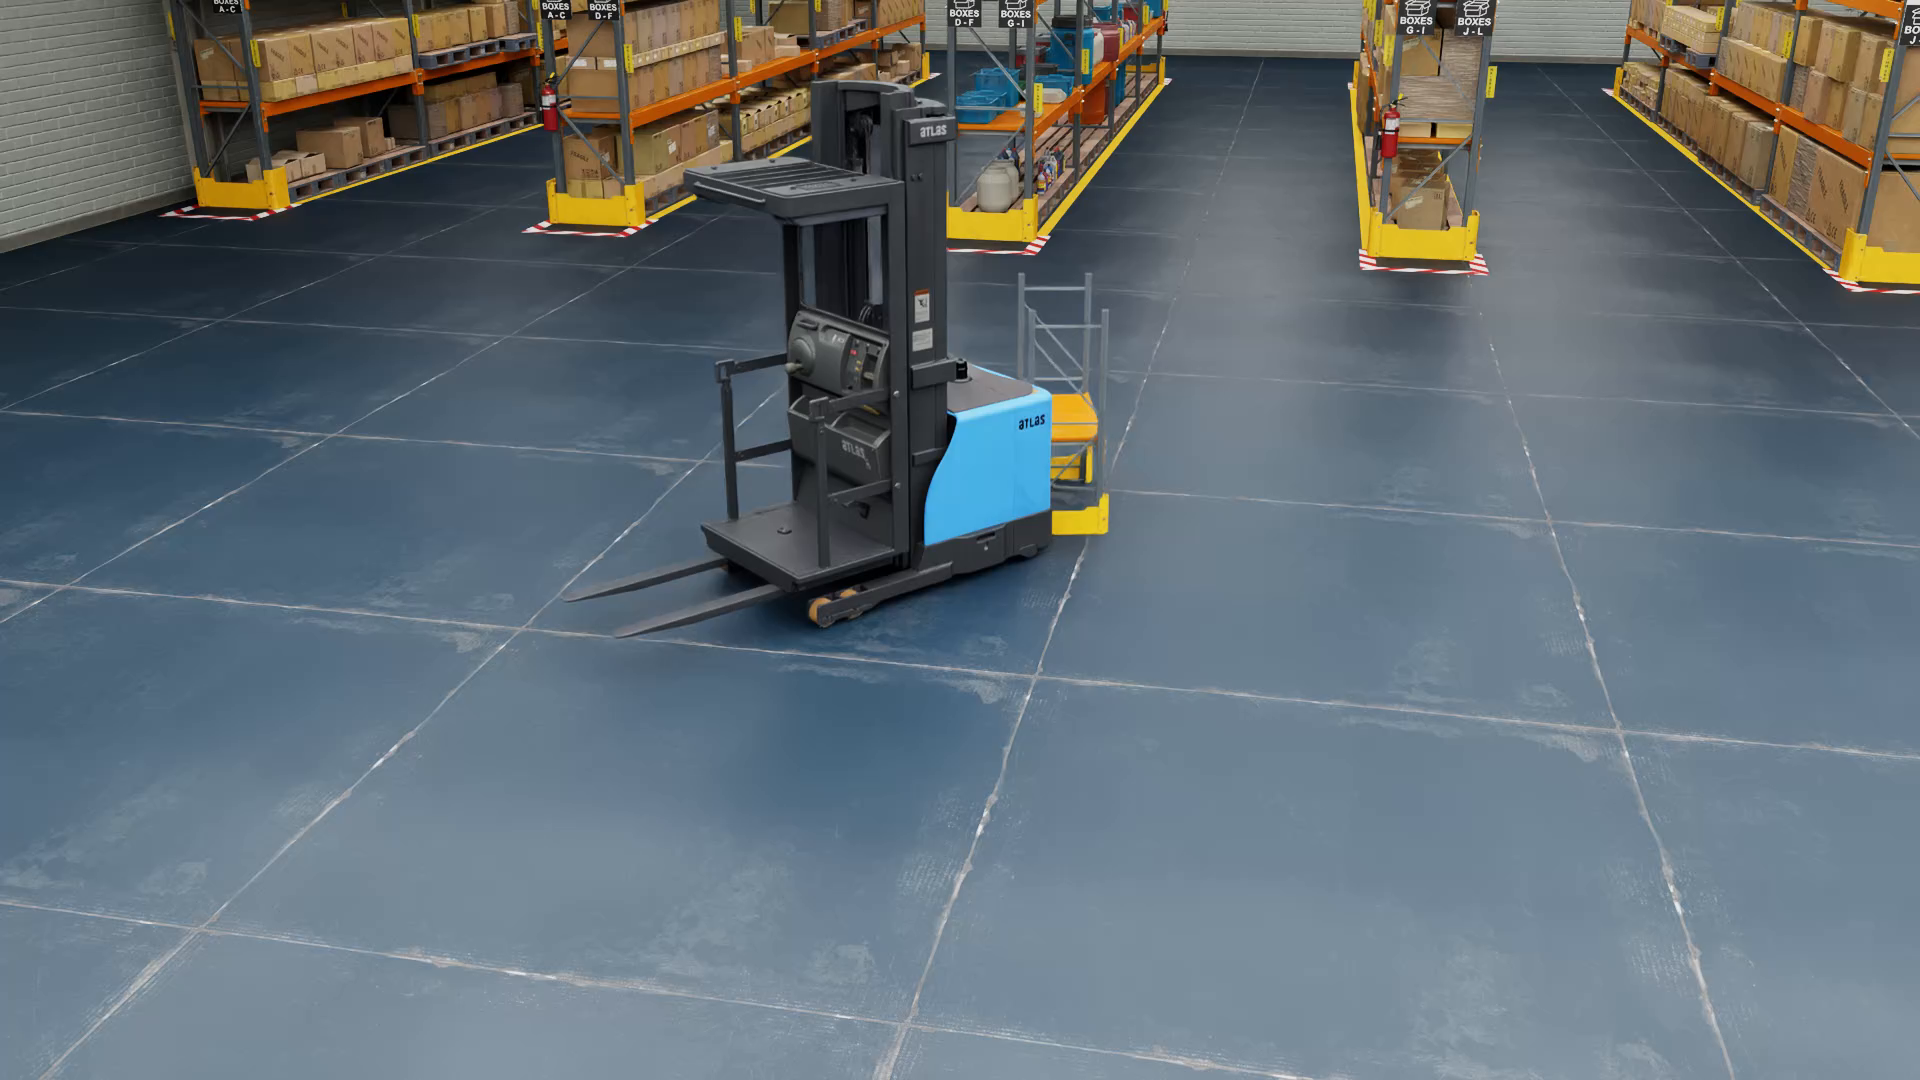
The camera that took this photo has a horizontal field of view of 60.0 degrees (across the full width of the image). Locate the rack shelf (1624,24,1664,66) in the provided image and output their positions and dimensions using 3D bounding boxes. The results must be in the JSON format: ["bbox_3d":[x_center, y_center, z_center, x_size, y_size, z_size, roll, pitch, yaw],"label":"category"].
[{"bbox_3d":[12.896,-8.963,30.056,1.077,0.370,4.000,4,22,11],"label":"rack shelf"}]

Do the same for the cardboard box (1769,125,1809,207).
[{"bbox_3d":[10.658,-4.624,20.601,0.875,0.875,0.875,5,22,12],"label":"cardboard box"}]

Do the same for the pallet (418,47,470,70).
[{"bbox_3d":[-8.229,-7.367,25.386,1.003,0.211,1.213,4,22,11],"label":"pallet"}]

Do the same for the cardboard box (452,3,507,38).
[{"bbox_3d":[-7.885,-8.521,27.274,0.700,0.500,0.500,2,22,6],"label":"cardboard box"}]

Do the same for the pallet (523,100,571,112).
[{"bbox_3d":[-7.476,-7.639,29.539,1.003,0.211,1.213,4,22,11],"label":"pallet"}]

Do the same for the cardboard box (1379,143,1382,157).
[{"bbox_3d":[6.396,-5.700,23.747,0.700,0.500,0.500,3,22,6],"label":"cardboard box"}]

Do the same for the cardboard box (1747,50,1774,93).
[{"bbox_3d":[10.906,-6.267,22.264,0.500,0.500,0.500,5,22,11],"label":"cardboard box"}]

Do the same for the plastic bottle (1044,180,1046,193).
[{"bbox_3d":[1.051,-4.552,21.299,0.097,0.201,0.097,0,22,0],"label":"plastic bottle"}]

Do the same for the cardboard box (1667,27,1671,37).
[{"bbox_3d":[11.851,-8.341,27.324,0.380,0.149,0.250,5,22,11],"label":"cardboard box"}]

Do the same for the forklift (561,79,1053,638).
[{"bbox_3d":[-0.879,-1.079,9.610,3.031,2.935,1.130,-17,27,-35],"label":"forklift"}]

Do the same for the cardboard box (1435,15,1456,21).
[{"bbox_3d":[5.889,-5.969,19.788,0.500,0.500,0.500,4,22,11],"label":"cardboard box"}]

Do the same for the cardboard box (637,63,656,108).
[{"bbox_3d":[-4.283,-5.757,20.998,0.700,0.500,0.500,5,22,12],"label":"cardboard box"}]

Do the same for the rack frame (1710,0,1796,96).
[{"bbox_3d":[11.671,-7.102,24.473,1.000,3.000,0.127,4,22,11],"label":"rack frame"}]

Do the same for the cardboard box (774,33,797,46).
[{"bbox_3d":[-2.978,-8.103,27.077,0.500,0.311,0.500,6,23,14],"label":"cardboard box"}]

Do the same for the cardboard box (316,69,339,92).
[{"bbox_3d":[-8.731,-6.195,22.395,0.500,0.250,0.500,4,22,10],"label":"cardboard box"}]

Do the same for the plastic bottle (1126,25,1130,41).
[{"bbox_3d":[2.862,-8.813,28.888,0.152,0.276,0.135,4,22,11],"label":"plastic bottle"}]

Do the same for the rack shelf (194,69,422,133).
[{"bbox_3d":[-8.935,-6.122,23.002,1.077,0.370,4.000,4,22,11],"label":"rack shelf"}]

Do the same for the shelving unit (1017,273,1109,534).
[{"bbox_3d":[0.664,-0.937,11.173,0.587,1.500,1.083,-1,22,-2],"label":"shelving unit"}]

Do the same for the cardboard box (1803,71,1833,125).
[{"bbox_3d":[10.476,-5.182,19.504,0.875,0.550,0.550,4,22,11],"label":"cardboard box"}]

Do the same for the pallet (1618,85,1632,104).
[{"bbox_3d":[13.088,-8.412,31.459,1.003,0.211,1.213,4,22,11],"label":"pallet"}]

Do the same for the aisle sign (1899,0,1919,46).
[{"bbox_3d":[9.731,-5.379,16.715,0.394,0.787,0.004,4,22,11],"label":"aisle sign"}]

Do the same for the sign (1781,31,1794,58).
[{"bbox_3d":[10.322,-6.178,20.733,0.100,0.325,0.005,4,22,11],"label":"sign"}]

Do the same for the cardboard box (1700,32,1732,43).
[{"bbox_3d":[11.326,-7.534,24.921,0.380,0.149,0.250,5,22,12],"label":"cardboard box"}]

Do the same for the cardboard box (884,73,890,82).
[{"bbox_3d":[-1.580,-9.081,32.589,0.380,0.166,0.250,4,22,11],"label":"cardboard box"}]

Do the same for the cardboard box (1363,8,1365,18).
[{"bbox_3d":[7.901,-9.982,31.427,0.500,0.250,0.500,4,22,9],"label":"cardboard box"}]

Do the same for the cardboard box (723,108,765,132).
[{"bbox_3d":[-3.241,-6.305,24.862,0.500,0.311,0.500,4,22,10],"label":"cardboard box"}]

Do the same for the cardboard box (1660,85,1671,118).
[{"bbox_3d":[12.077,-7.350,27.873,0.500,0.500,0.500,5,23,13],"label":"cardboard box"}]

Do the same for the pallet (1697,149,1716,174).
[{"bbox_3d":[11.437,-5.526,24.292,1.003,0.211,1.213,4,22,11],"label":"pallet"}]

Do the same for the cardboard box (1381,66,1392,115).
[{"bbox_3d":[5.328,-5.167,19.136,0.875,0.500,0.500,4,22,11],"label":"cardboard box"}]

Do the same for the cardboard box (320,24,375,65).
[{"bbox_3d":[-8.530,-6.912,23.171,0.500,0.500,0.500,4,22,9],"label":"cardboard box"}]

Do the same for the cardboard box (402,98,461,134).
[{"bbox_3d":[-8.337,-6.695,26.219,0.700,0.500,0.500,4,22,10],"label":"cardboard box"}]

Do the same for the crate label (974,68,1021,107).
[{"bbox_3d":[0.466,-5.679,20.893,0.502,0.435,0.616,4,22,11],"label":"crate label"}]

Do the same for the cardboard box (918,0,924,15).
[{"bbox_3d":[-1.053,-11.061,34.170,0.500,0.500,0.500,5,23,13],"label":"cardboard box"}]

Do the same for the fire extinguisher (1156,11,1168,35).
[{"bbox_3d":[4.096,-10.632,33.841,0.296,0.674,0.183,4,22,11],"label":"fire extinguisher"}]

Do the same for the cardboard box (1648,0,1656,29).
[{"bbox_3d":[12.520,-9.320,29.447,0.500,0.500,0.500,4,22,11],"label":"cardboard box"}]

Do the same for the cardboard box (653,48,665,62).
[{"bbox_3d":[-3.993,-6.200,21.231,0.380,0.149,0.250,4,22,9],"label":"cardboard box"}]

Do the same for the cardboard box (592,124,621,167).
[{"bbox_3d":[-4.485,-5.201,21.867,0.500,0.500,0.500,4,22,11],"label":"cardboard box"}]

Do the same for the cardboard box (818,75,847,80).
[{"bbox_3d":[-2.279,-7.838,29.057,0.500,0.500,0.500,4,22,10],"label":"cardboard box"}]

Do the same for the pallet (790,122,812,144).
[{"bbox_3d":[-3.067,-6.682,27.163,1.003,0.211,1.213,4,22,11],"label":"pallet"}]

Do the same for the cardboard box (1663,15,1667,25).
[{"bbox_3d":[11.957,-8.672,27.748,0.380,0.149,0.250,5,22,12],"label":"cardboard box"}]

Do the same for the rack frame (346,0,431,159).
[{"bbox_3d":[-8.527,-7.187,24.684,1.000,3.000,0.127,4,22,11],"label":"rack frame"}]

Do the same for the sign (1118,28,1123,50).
[{"bbox_3d":[2.528,-7.931,26.313,0.100,0.325,0.005,4,22,11],"label":"sign"}]

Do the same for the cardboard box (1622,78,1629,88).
[{"bbox_3d":[12.884,-8.733,31.777,0.380,0.149,0.250,5,22,12],"label":"cardboard box"}]

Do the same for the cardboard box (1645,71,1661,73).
[{"bbox_3d":[12.658,-8.429,30.224,0.380,0.149,0.250,5,22,11],"label":"cardboard box"}]

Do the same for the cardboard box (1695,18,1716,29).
[{"bbox_3d":[11.429,-7.858,25.328,0.380,0.149,0.250,5,23,13],"label":"cardboard box"}]

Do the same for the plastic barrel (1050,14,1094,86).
[{"bbox_3d":[1.547,-6.783,23.009,0.600,0.901,0.708,4,22,11],"label":"plastic barrel"}]

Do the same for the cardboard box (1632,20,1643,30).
[{"bbox_3d":[12.798,-9.627,31.080,0.380,0.149,0.250,4,22,9],"label":"cardboard box"}]

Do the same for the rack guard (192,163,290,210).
[{"bbox_3d":[-9.328,-4.593,21.588,1.175,0.500,0.348,4,22,11],"label":"rack guard"}]

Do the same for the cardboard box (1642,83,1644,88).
[{"bbox_3d":[12.737,-8.382,30.507,0.380,0.149,0.250,6,23,14],"label":"cardboard box"}]

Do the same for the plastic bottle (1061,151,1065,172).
[{"bbox_3d":[1.396,-5.175,22.735,0.061,0.283,0.133,6,23,14],"label":"plastic bottle"}]

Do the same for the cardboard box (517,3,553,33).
[{"bbox_3d":[-7.361,-9.002,28.631,0.500,0.500,0.500,5,22,13],"label":"cardboard box"}]

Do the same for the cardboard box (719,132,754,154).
[{"bbox_3d":[-3.352,-5.859,24.505,0.500,0.250,0.500,4,22,10],"label":"cardboard box"}]

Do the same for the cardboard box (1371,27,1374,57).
[{"bbox_3d":[6.695,-7.763,25.980,0.500,0.500,0.500,5,23,13],"label":"cardboard box"}]
